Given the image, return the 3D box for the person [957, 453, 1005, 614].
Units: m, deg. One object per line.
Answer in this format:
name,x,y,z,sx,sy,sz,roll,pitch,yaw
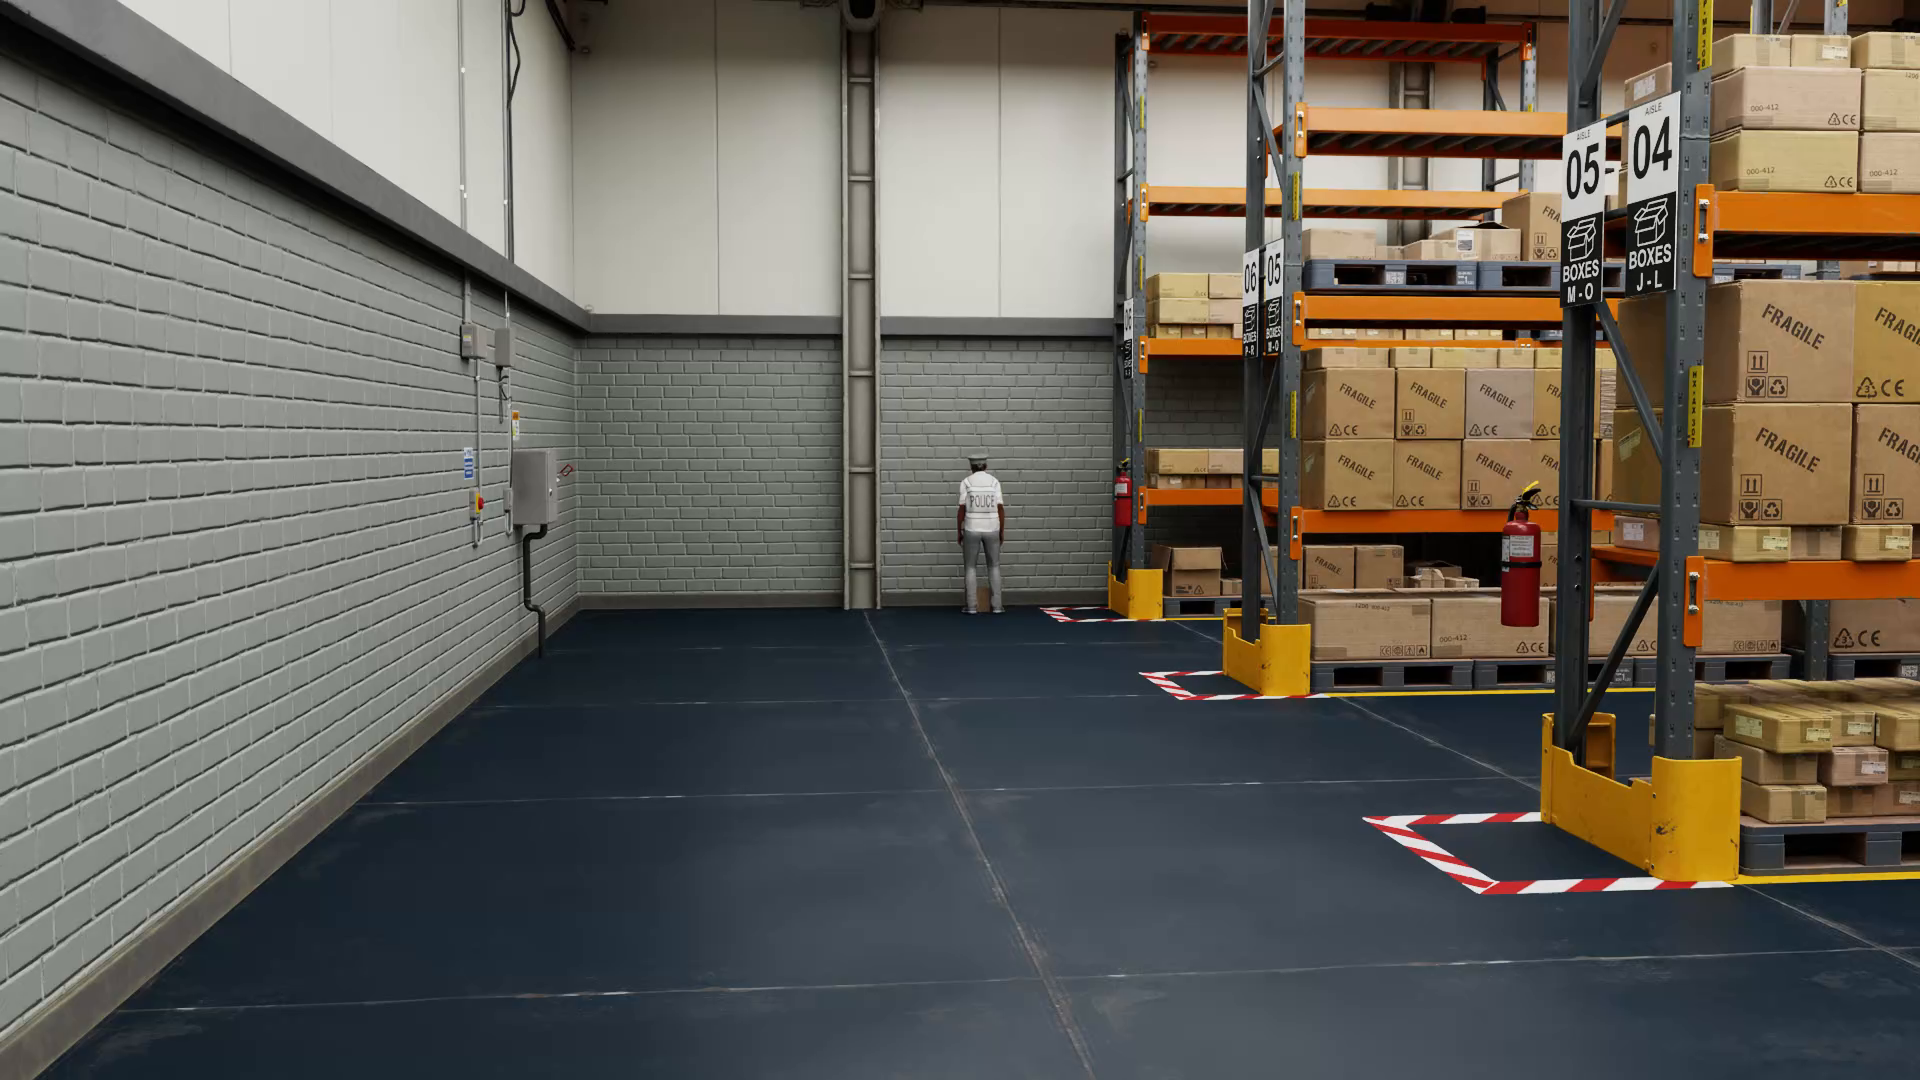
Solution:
person,0.221,-0.067,17.155,0.509,1.658,0.396,0,4,-7
